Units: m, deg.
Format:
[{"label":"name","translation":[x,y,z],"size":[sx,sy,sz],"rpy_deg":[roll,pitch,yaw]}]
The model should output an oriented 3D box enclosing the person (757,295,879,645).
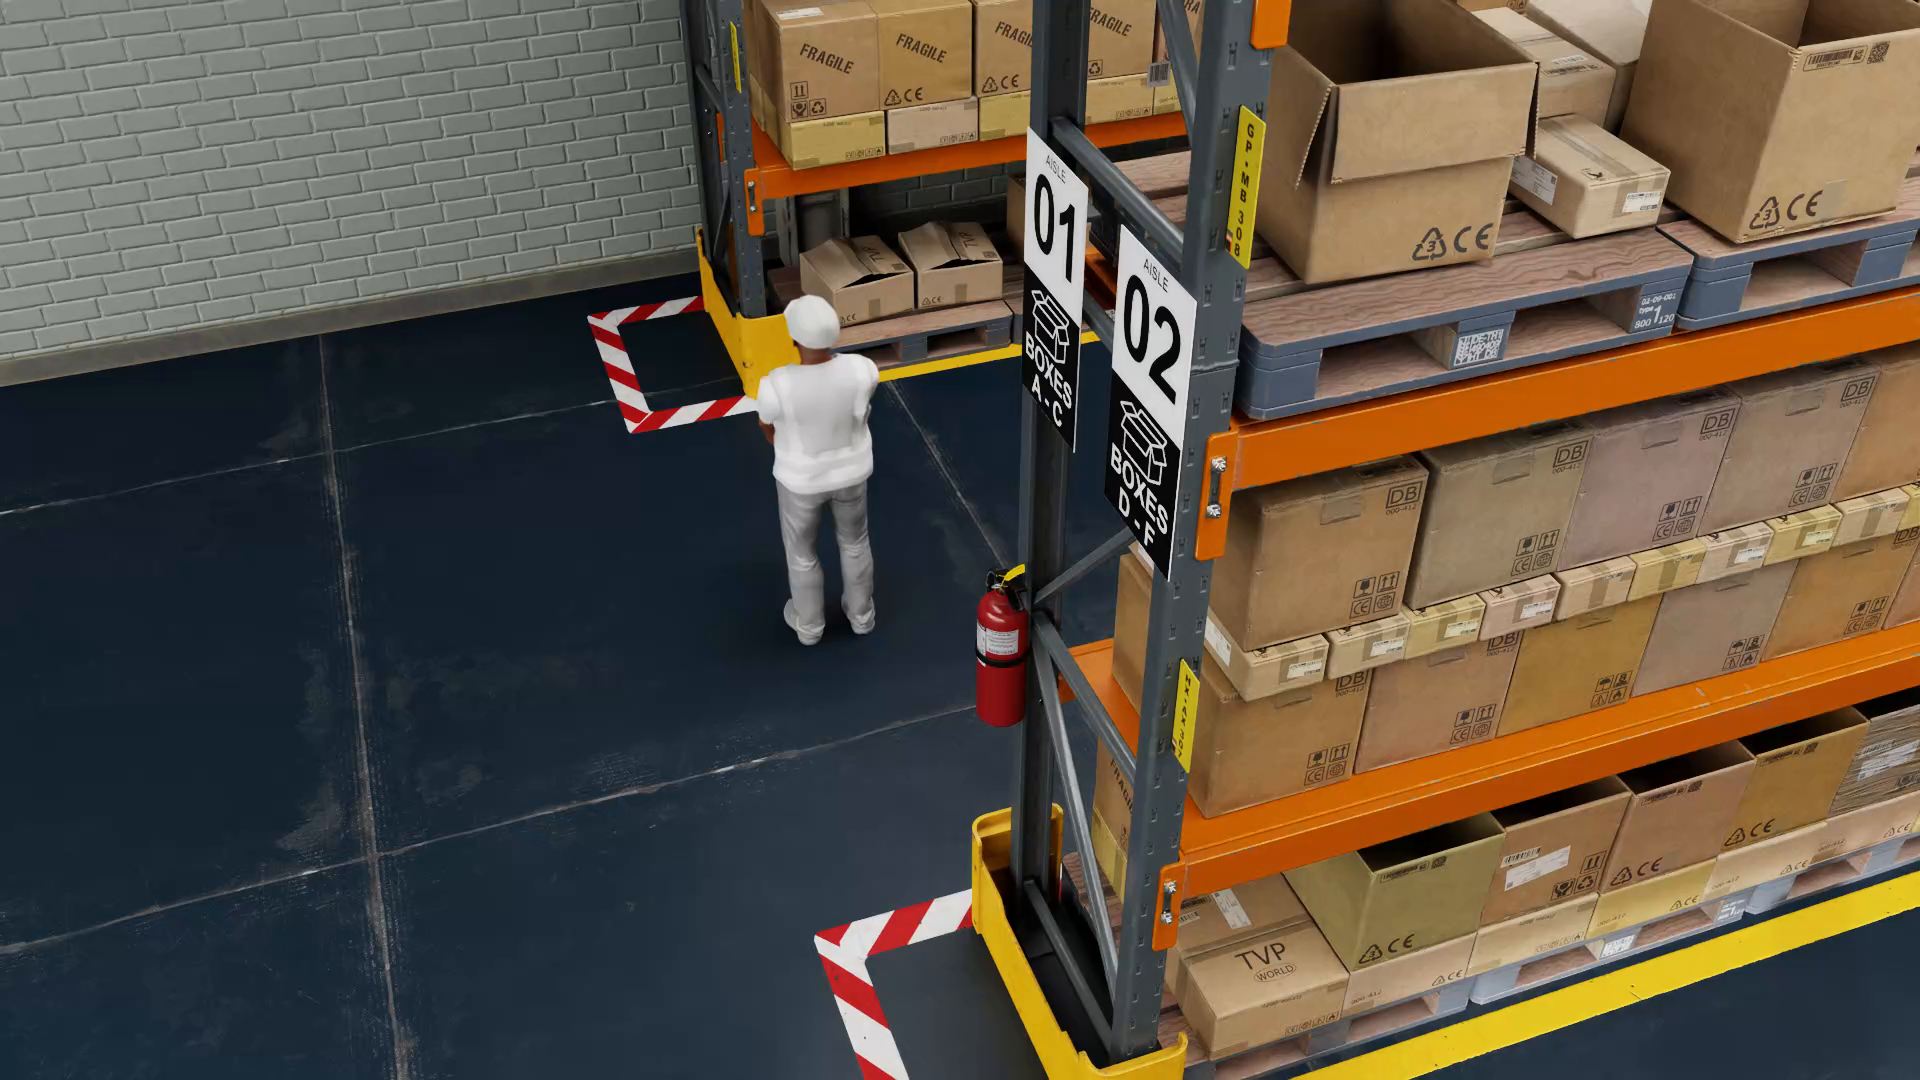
[{"label":"person","translation":[-0.628,-0.345,7.215],"size":[0.507,1.765,0.576],"rpy_deg":[-13,39,-16]}]
